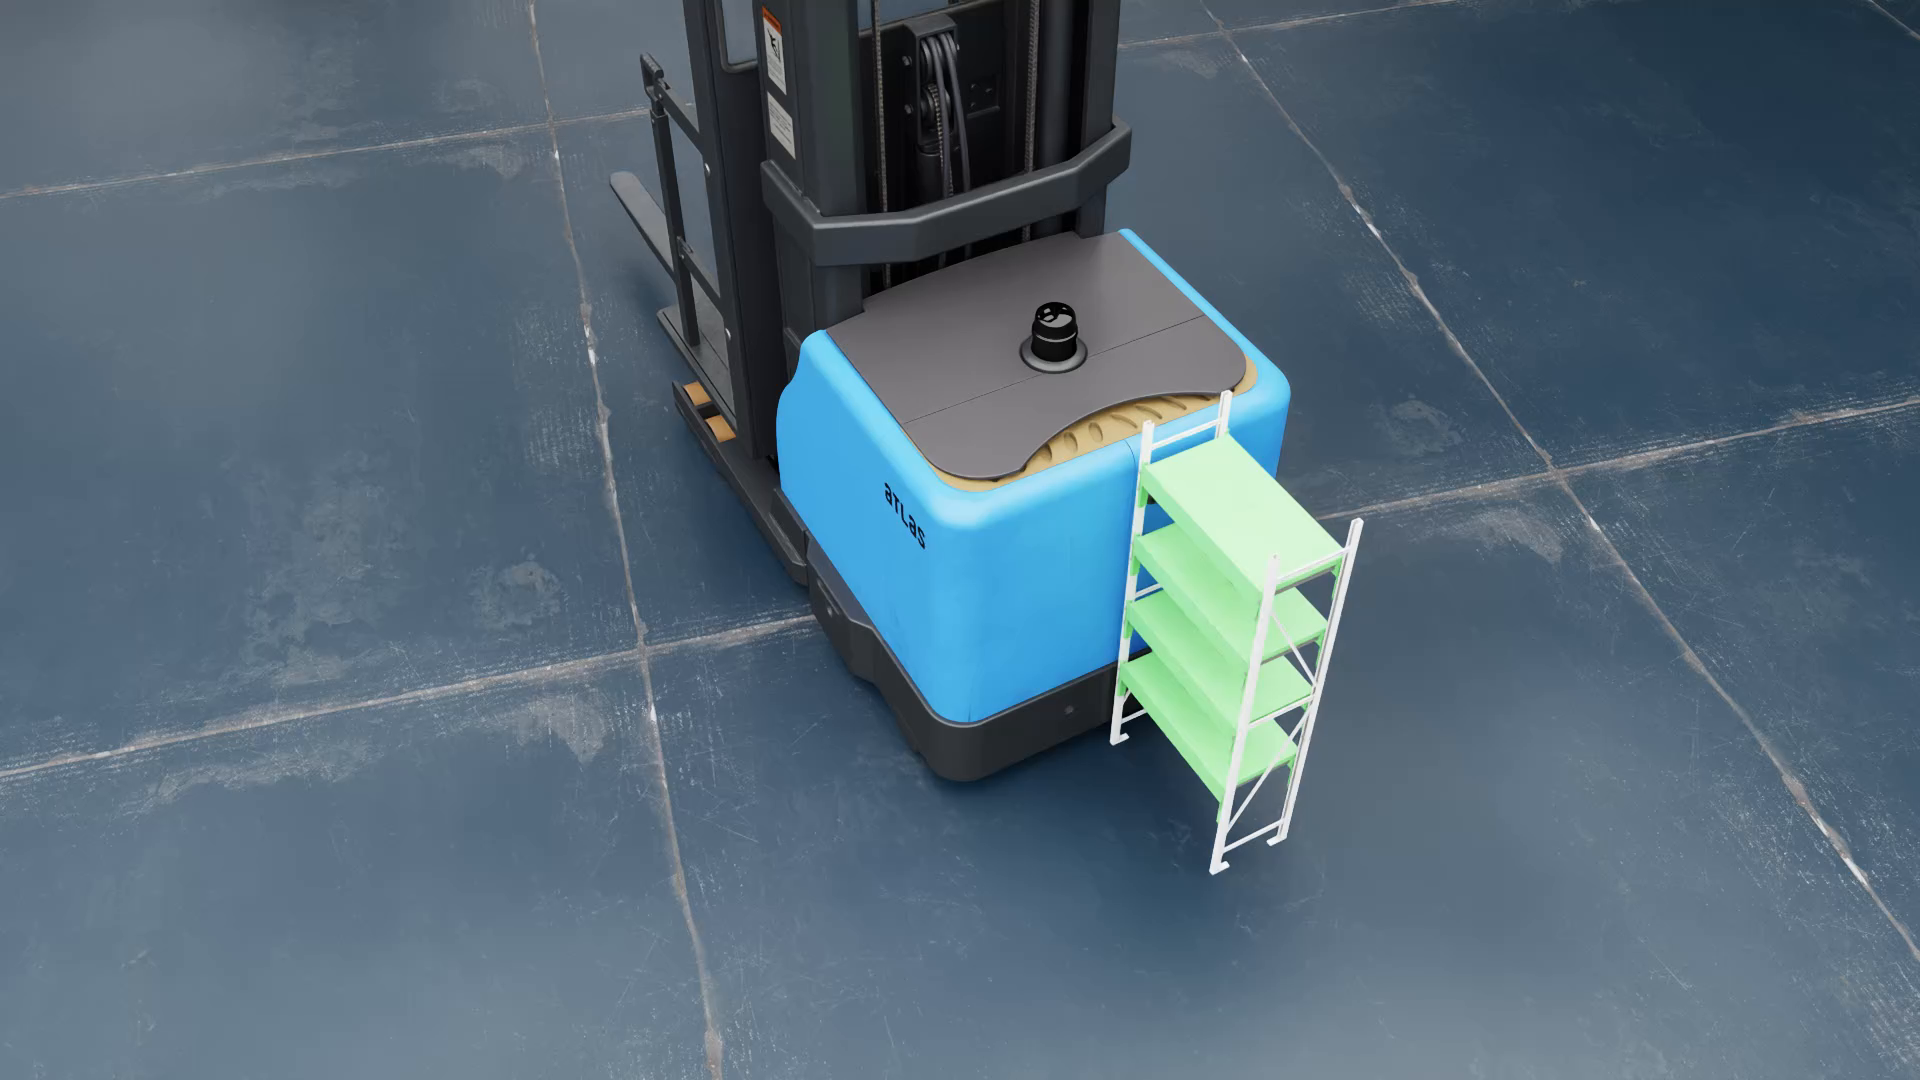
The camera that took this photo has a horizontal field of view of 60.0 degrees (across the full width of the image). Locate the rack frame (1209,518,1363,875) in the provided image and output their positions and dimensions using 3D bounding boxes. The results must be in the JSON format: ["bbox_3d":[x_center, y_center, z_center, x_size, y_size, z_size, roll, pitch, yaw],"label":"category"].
[{"bbox_3d":[0.767,0.418,4.001,0.240,1.200,0.015,-22,49,-20],"label":"rack frame"}]

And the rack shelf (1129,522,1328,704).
[{"bbox_3d":[0.649,0.142,4.024,0.258,0.148,0.480,-22,49,-20],"label":"rack shelf"}]

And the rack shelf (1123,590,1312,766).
[{"bbox_3d":[0.649,0.310,4.196,0.258,0.148,0.480,-22,49,-20],"label":"rack shelf"}]

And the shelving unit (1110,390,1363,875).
[{"bbox_3d":[0.649,0.265,4.150,0.258,1.200,0.503,-22,49,-20],"label":"shelving unit"}]

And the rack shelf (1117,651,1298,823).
[{"bbox_3d":[0.649,0.478,4.367,0.258,0.148,0.480,-22,49,-20],"label":"rack shelf"}]

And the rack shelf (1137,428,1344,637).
[{"bbox_3d":[0.649,-0.026,3.853,0.258,0.148,0.480,-22,49,-20],"label":"rack shelf"}]

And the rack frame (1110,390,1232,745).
[{"bbox_3d":[0.531,0.112,4.300,0.240,1.200,0.015,-22,49,-20],"label":"rack frame"}]

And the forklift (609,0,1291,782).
[{"bbox_3d":[-0.304,-1.420,4.590,1.130,2.935,3.031,-21,49,-20],"label":"forklift"}]
